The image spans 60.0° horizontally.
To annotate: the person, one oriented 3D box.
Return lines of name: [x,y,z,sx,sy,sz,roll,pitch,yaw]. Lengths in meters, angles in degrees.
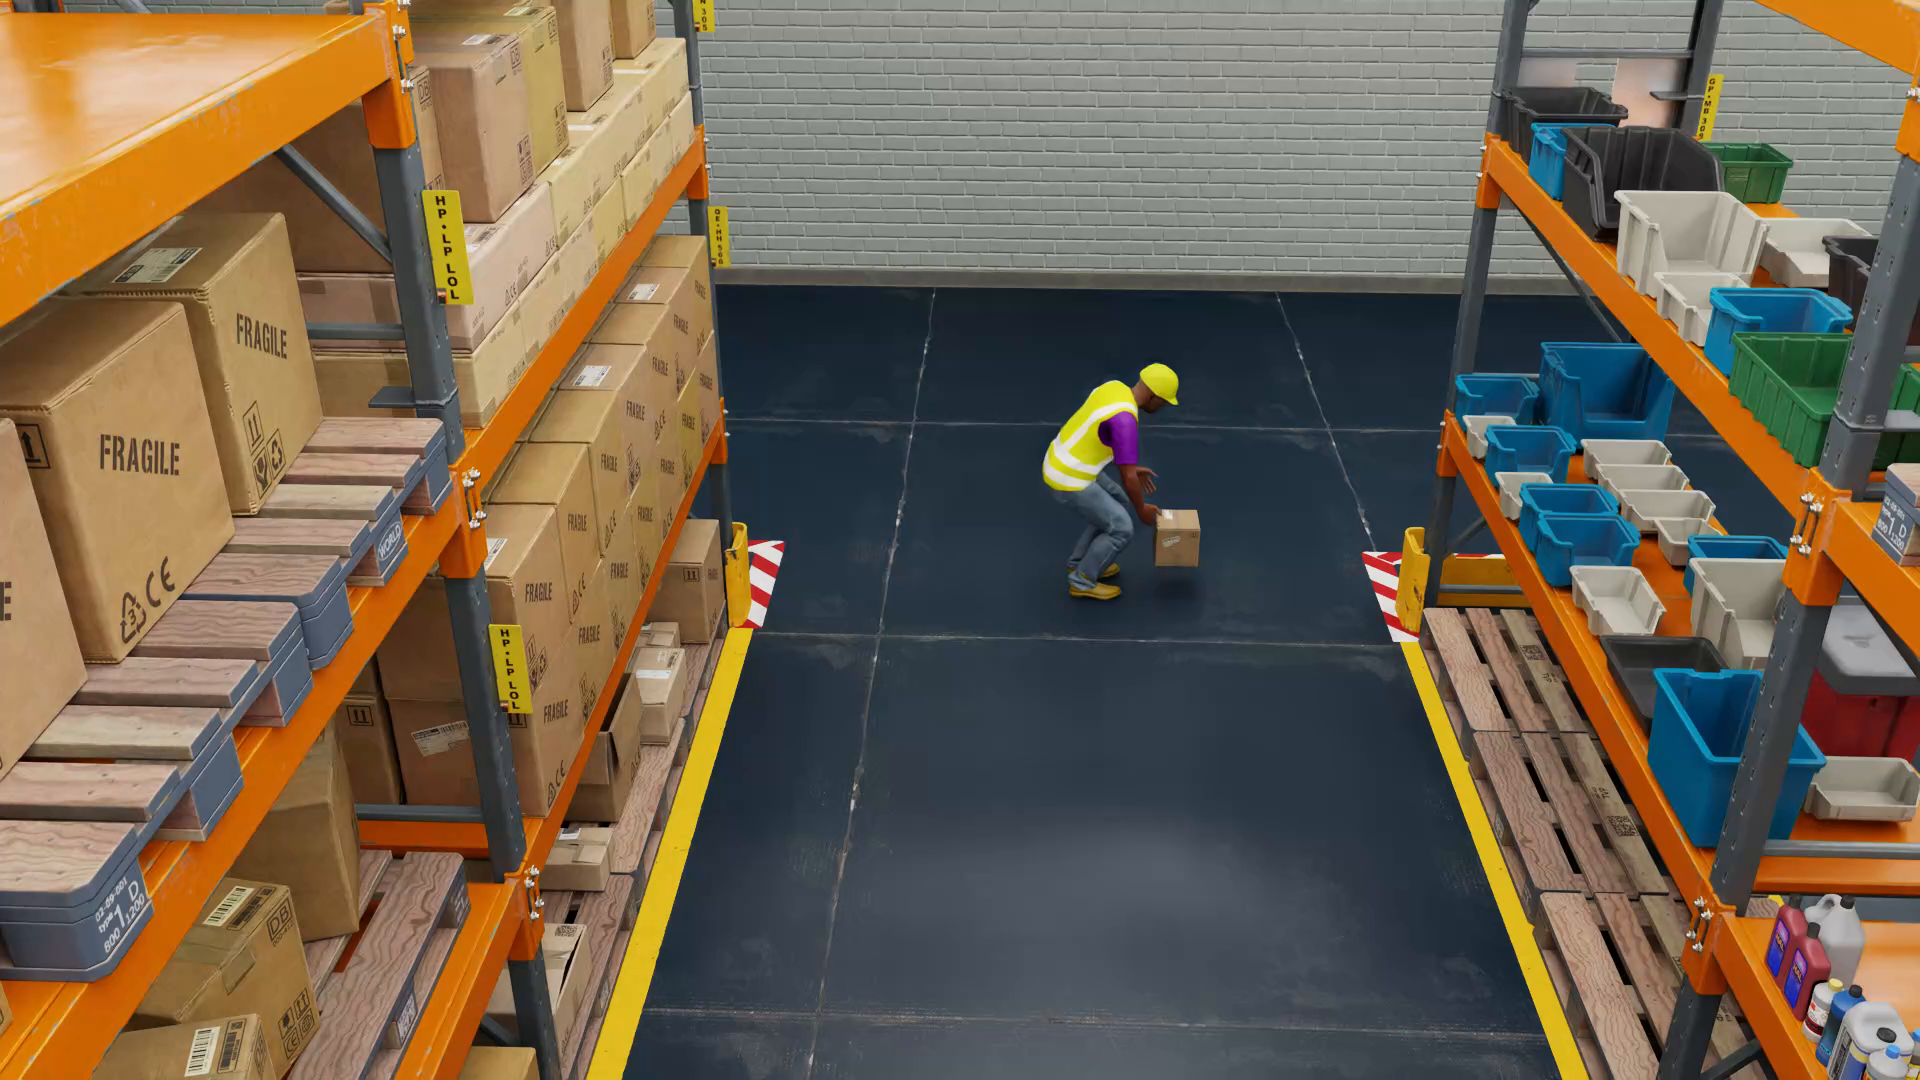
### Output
person: [1.579,3.171,2.972,2.793,1.405,15.757,1,28,2]
